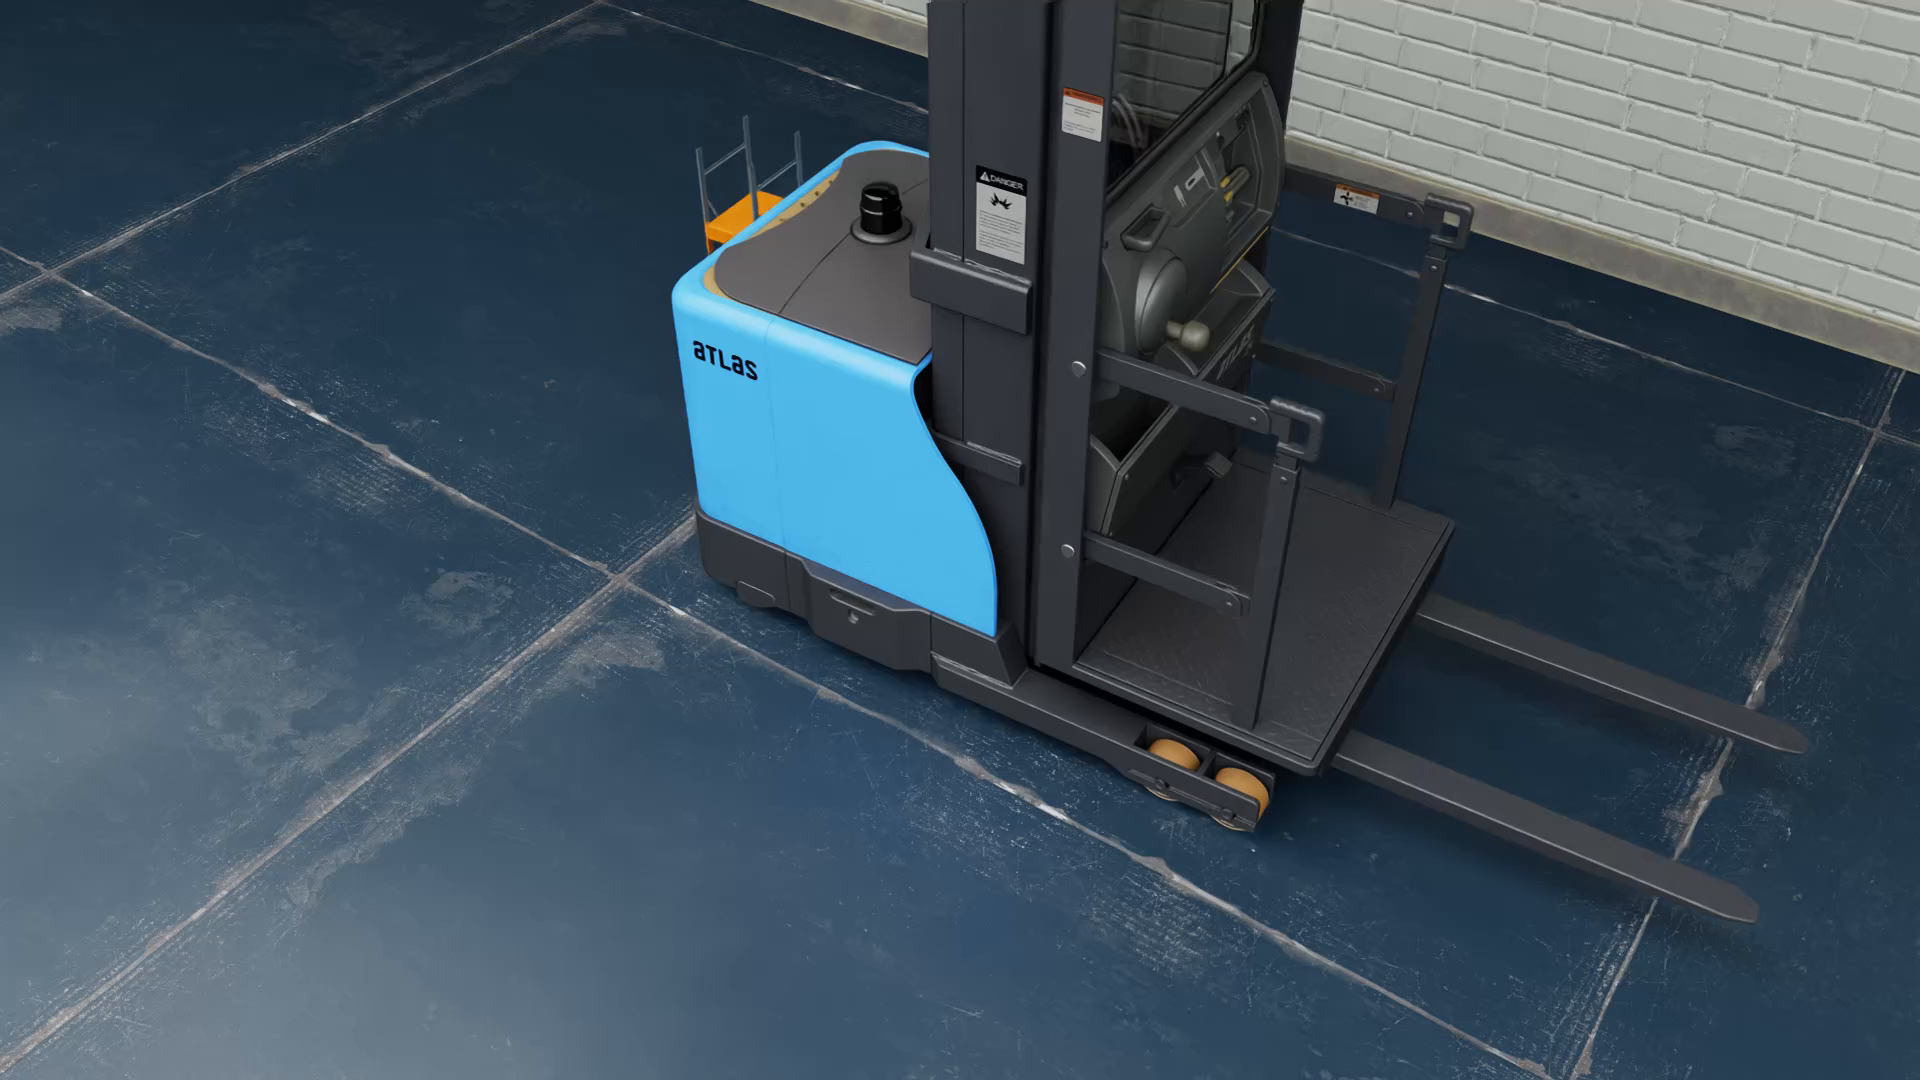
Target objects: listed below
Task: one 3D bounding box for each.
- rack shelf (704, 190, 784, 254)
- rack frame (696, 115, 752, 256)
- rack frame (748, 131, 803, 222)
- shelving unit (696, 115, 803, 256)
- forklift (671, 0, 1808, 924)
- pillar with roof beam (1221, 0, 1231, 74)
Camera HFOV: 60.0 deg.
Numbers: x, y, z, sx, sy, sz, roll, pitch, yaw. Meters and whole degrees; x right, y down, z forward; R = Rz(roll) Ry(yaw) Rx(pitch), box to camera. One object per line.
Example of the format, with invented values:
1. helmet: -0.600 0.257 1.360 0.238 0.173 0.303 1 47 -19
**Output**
1. rack shelf: -0.601 -0.921 4.906 0.180 0.103 0.258 22 46 23
2. rack frame: -0.679 -0.717 5.152 0.006 1.200 0.240 22 46 23
3. rack frame: -0.523 -0.655 5.082 0.006 1.200 0.240 22 46 23
4. shelving unit: -0.601 -0.686 5.117 0.189 1.200 0.258 22 46 23
5. forklift: 0.743 -0.735 3.873 3.031 2.935 1.130 22 46 23
6. pillar with roof beam: -1.624 -2.694 1.513 0.400 9.000 9.100 25 48 25
